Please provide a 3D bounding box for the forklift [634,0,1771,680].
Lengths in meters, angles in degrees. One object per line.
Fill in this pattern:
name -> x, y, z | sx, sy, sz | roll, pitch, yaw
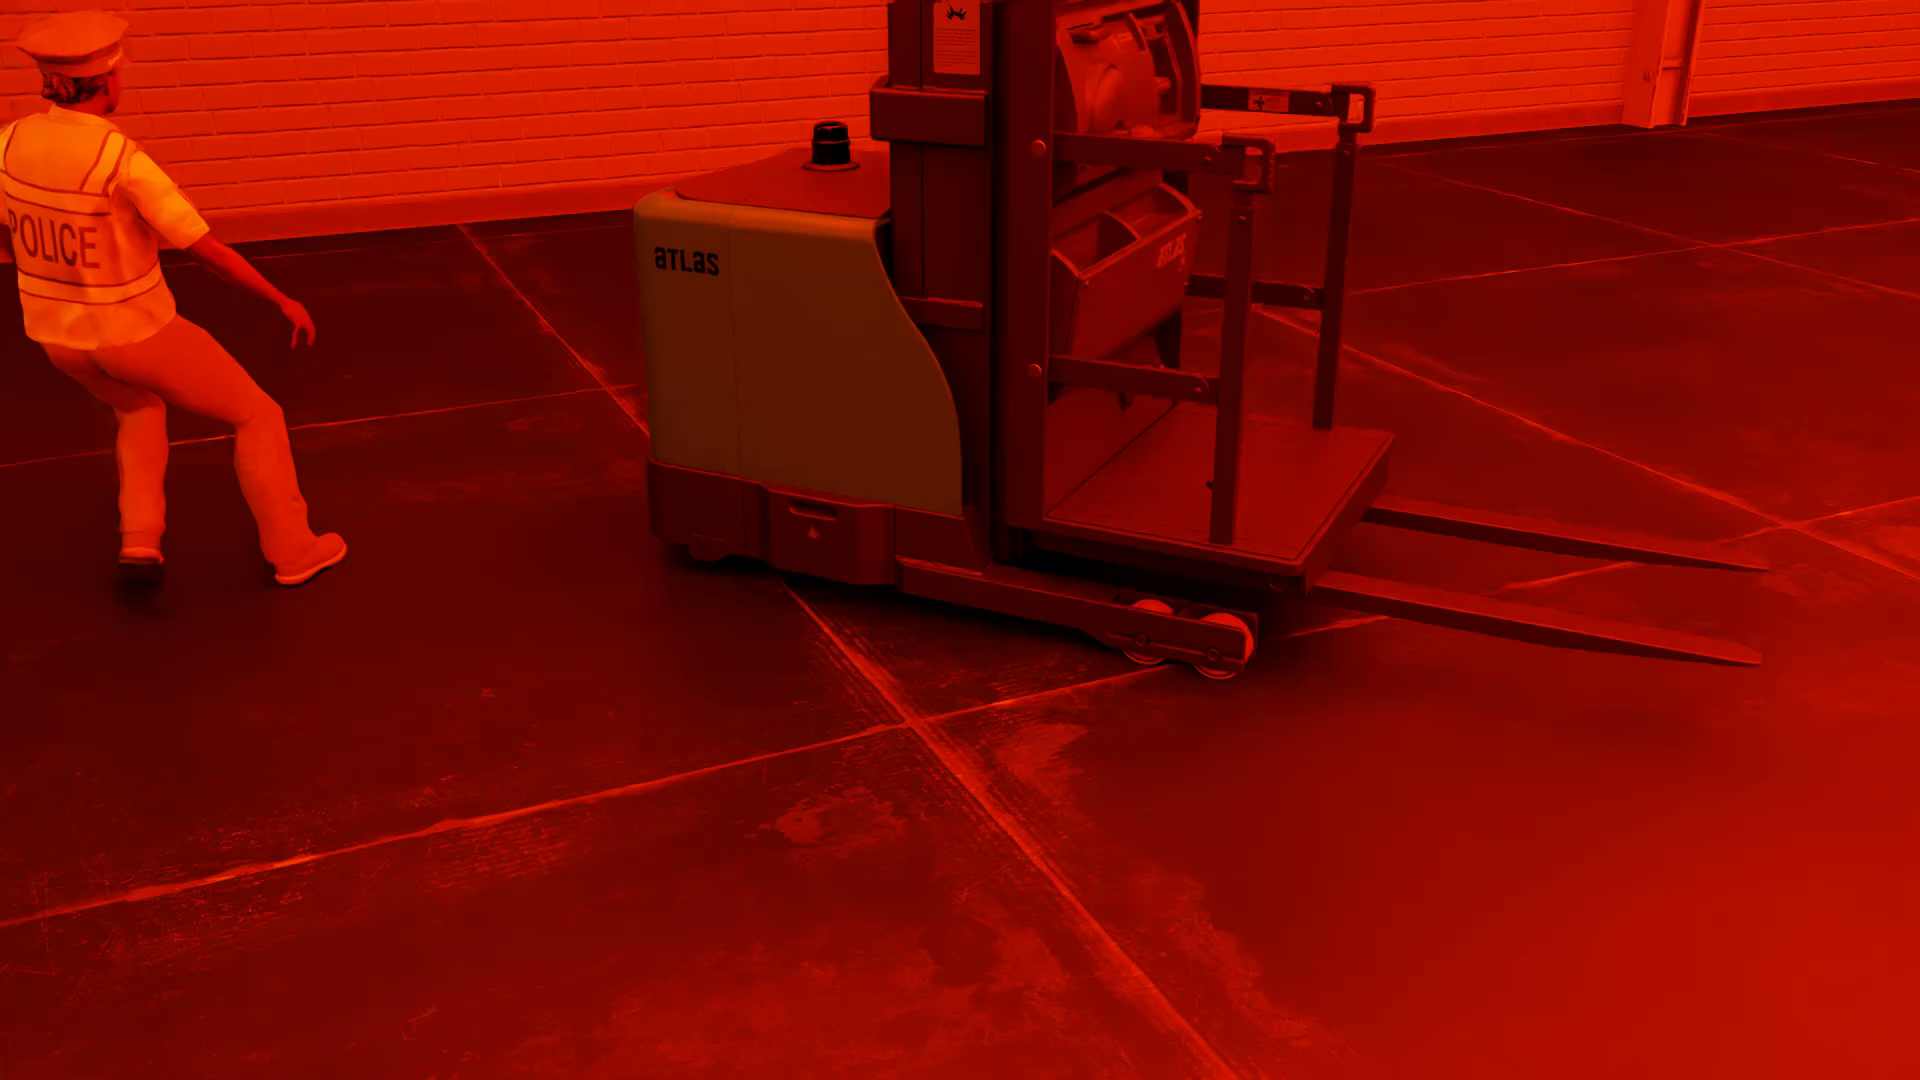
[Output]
forklift -> 0.631, -1.230, 4.246 | 3.031, 2.935, 1.130 | 11, 25, 24

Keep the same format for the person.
person -> -2.177, -0.620, 4.527 | 0.700, 1.582, 0.573 | 5, 23, 12
